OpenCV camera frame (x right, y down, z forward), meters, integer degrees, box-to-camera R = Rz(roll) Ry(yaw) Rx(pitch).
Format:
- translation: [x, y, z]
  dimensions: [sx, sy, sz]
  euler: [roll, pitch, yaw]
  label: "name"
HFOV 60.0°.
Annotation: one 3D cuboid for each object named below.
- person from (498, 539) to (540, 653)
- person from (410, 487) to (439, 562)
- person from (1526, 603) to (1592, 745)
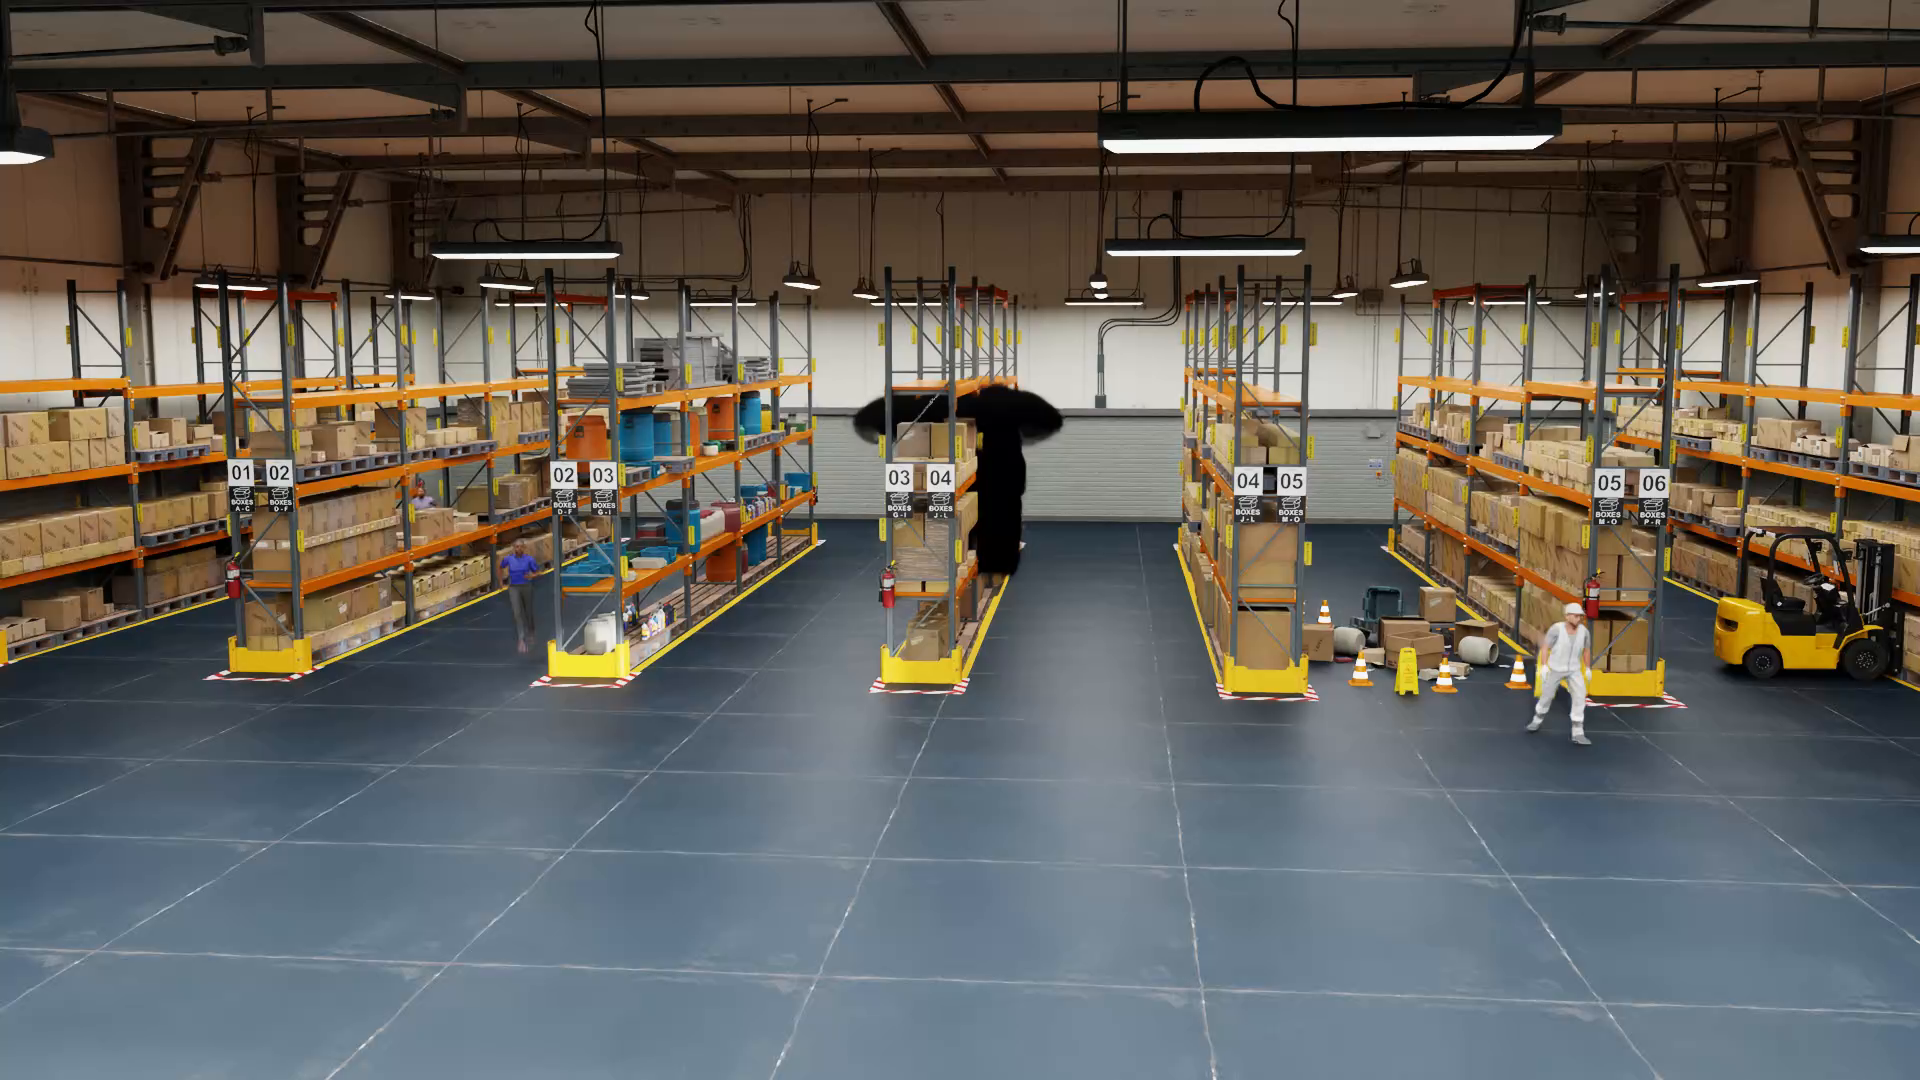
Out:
- translation: [-6.788, 0.831, 25.640]
  dimensions: [0.630, 1.714, 0.846]
  euler: [-2, 7, -13]
  label: "person"
- translation: [-12.069, -0.366, 37.435]
  dimensions: [0.564, 1.695, 0.855]
  euler: [0, 7, 4]
  label: "person"
- translation: [7.555, 1.623, 20.784]
  dimensions: [0.732, 1.732, 0.937]
  euler: [0, 7, -2]
  label: "person"
